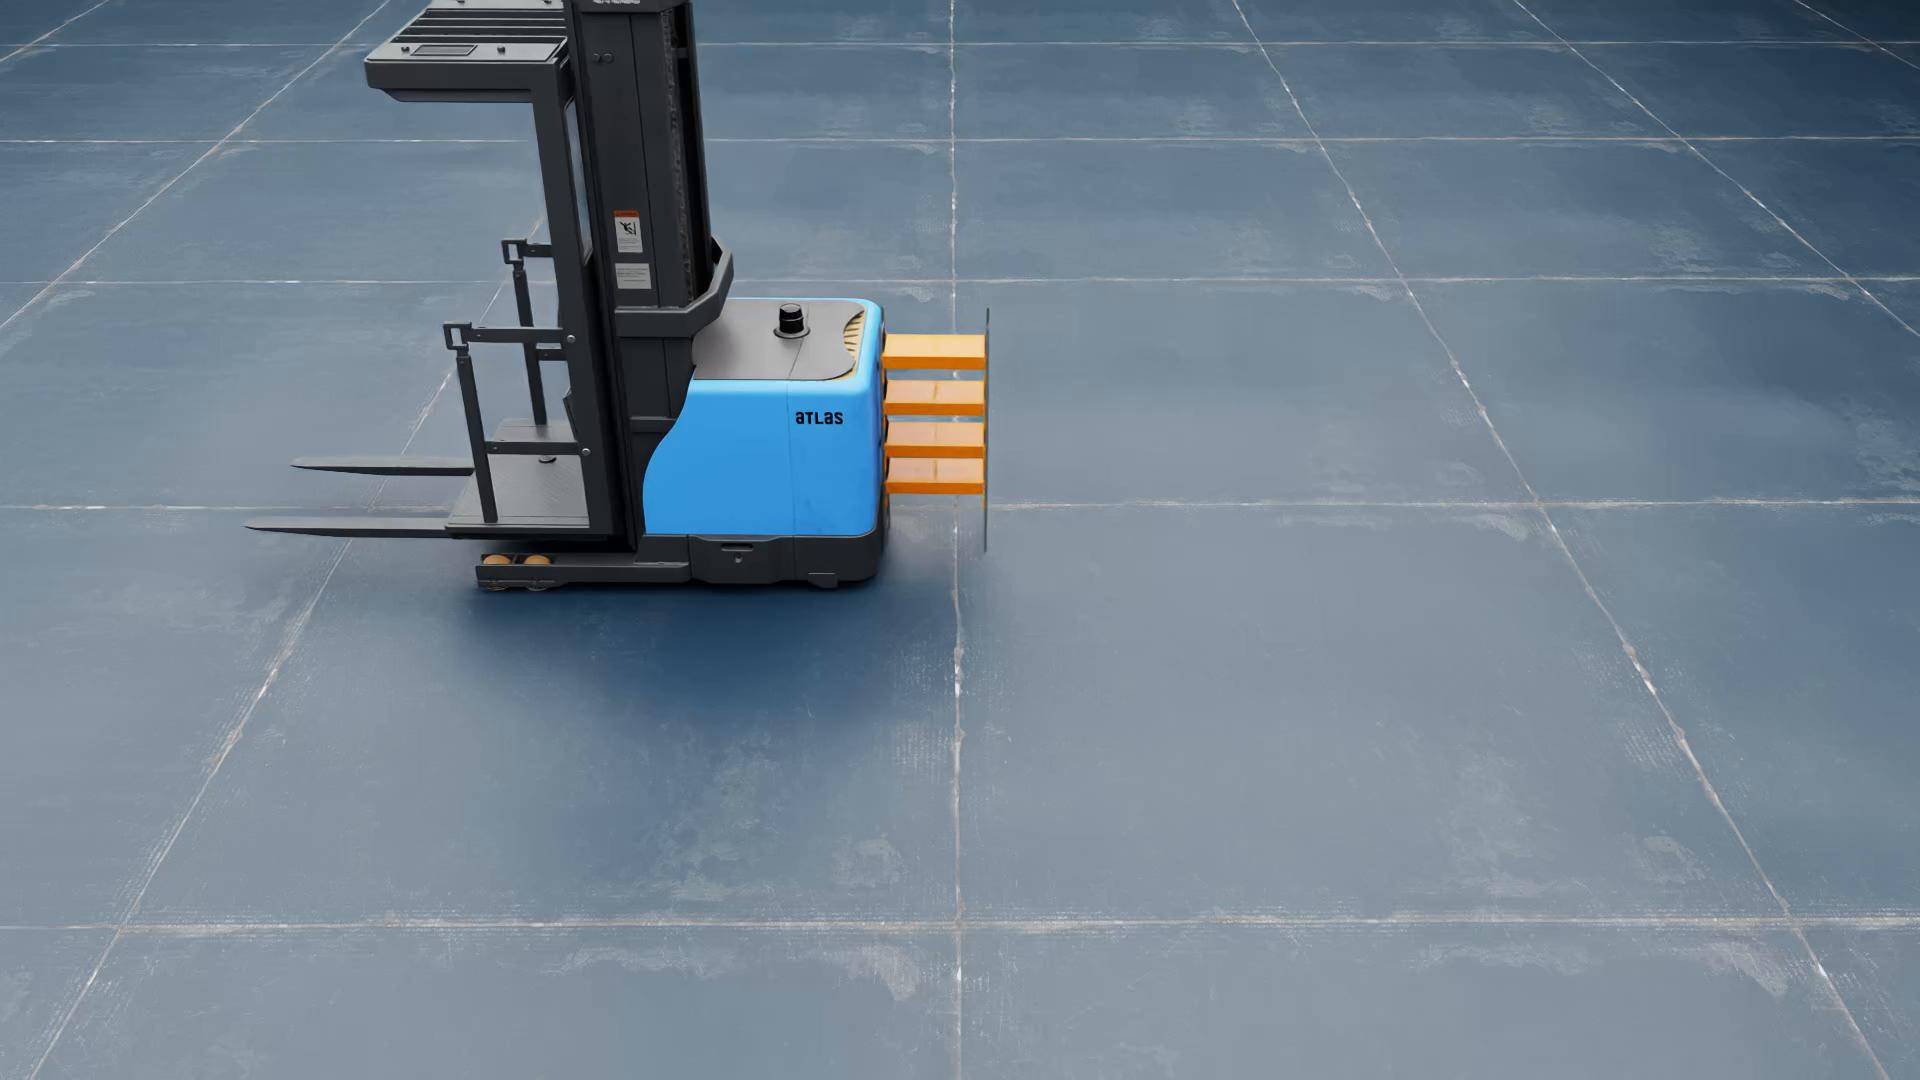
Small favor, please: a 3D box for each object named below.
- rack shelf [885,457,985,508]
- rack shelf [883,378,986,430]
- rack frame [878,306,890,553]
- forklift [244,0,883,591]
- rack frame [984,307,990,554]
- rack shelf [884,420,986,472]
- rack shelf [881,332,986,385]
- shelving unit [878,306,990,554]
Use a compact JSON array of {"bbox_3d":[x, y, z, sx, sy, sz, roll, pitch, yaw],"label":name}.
[{"bbox_3d":[-0.117,-0.282,8.071,0.480,0.148,0.258,1,31,1],"label":"rack shelf"},{"bbox_3d":[-0.117,-0.643,7.852,0.480,0.148,0.258,1,31,1],"label":"rack shelf"},{"bbox_3d":[-0.361,-0.512,7.938,0.015,1.200,0.240,1,31,1],"label":"rack frame"},{"bbox_3d":[-1.896,-1.286,7.543,3.031,2.935,1.130,1,31,1],"label":"forklift"},{"bbox_3d":[0.127,-0.507,7.928,0.015,1.200,0.240,1,31,1],"label":"rack frame"},{"bbox_3d":[-0.117,-0.452,7.968,0.480,0.148,0.258,1,31,1],"label":"rack shelf"},{"bbox_3d":[-0.117,-0.845,7.729,0.480,0.148,0.258,1,31,1],"label":"rack shelf"},{"bbox_3d":[-0.117,-0.509,7.933,0.503,1.200,0.258,1,31,1],"label":"shelving unit"}]
